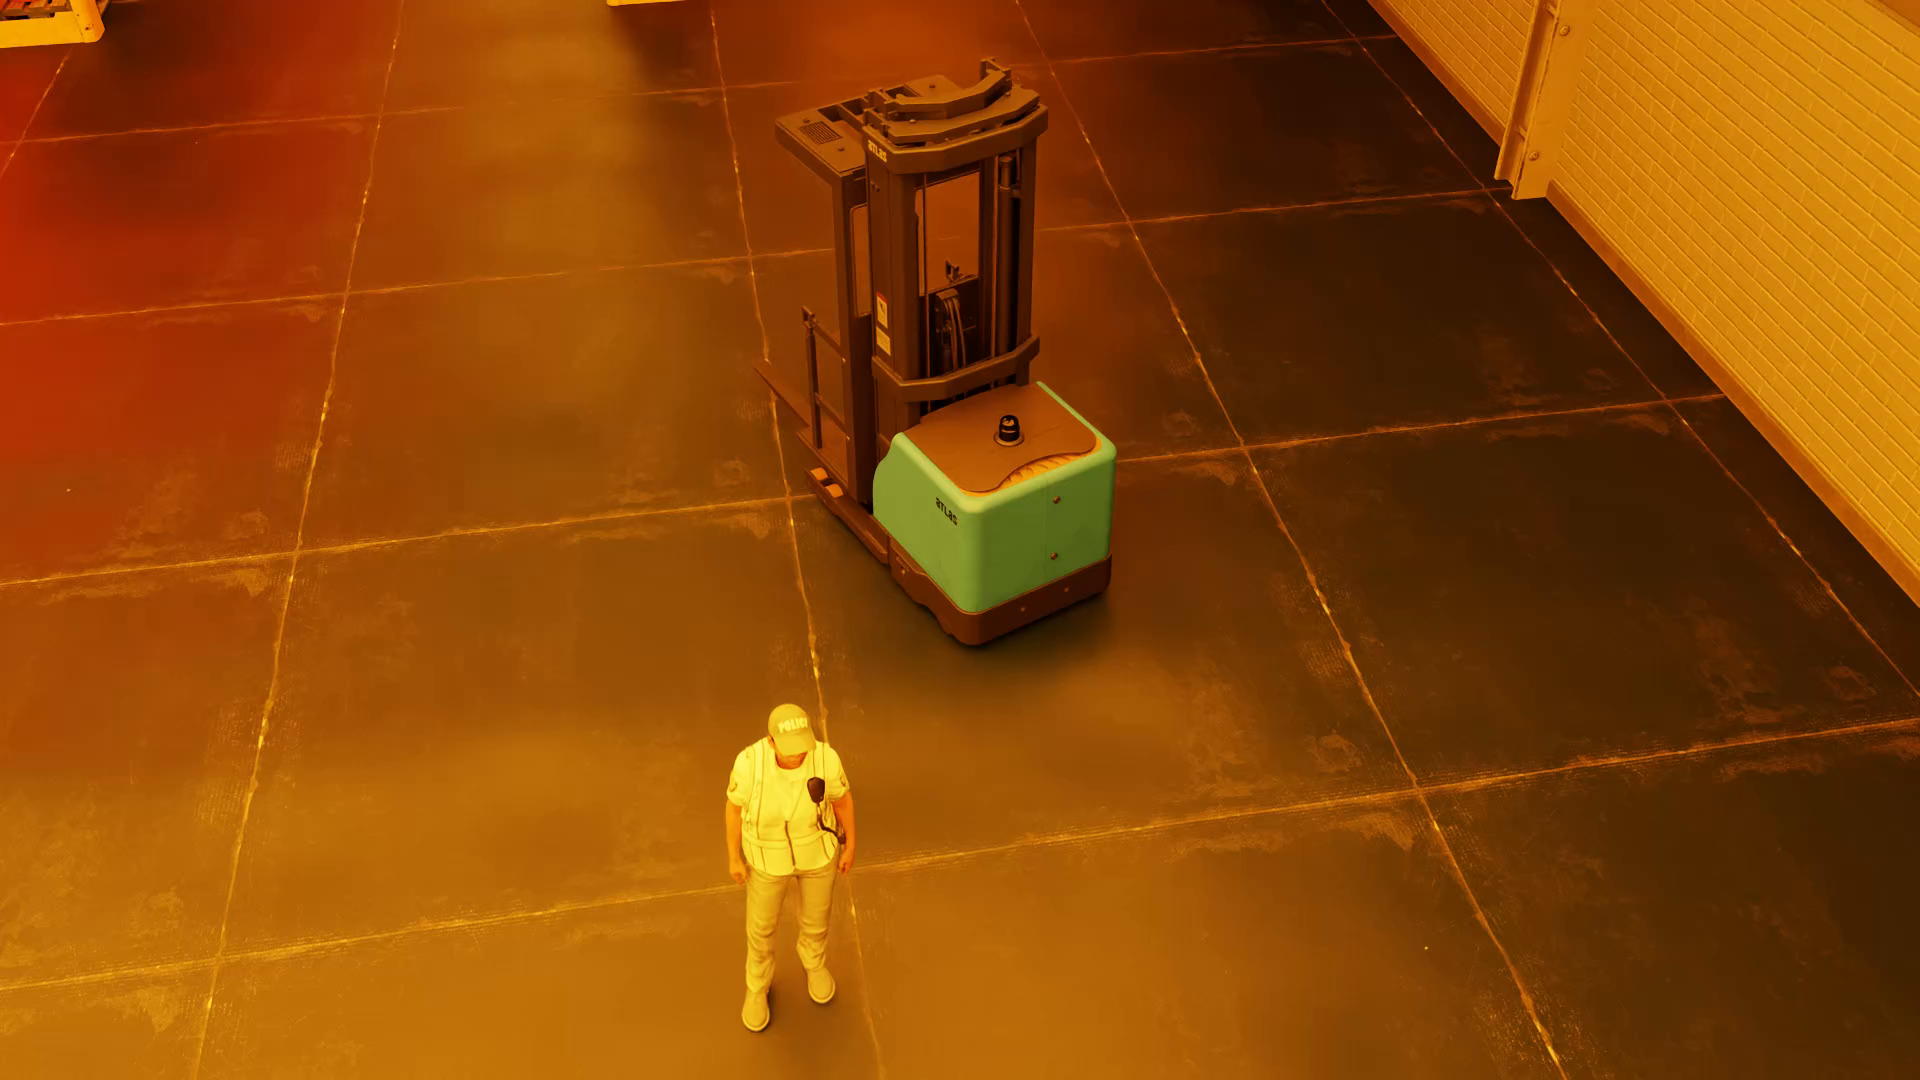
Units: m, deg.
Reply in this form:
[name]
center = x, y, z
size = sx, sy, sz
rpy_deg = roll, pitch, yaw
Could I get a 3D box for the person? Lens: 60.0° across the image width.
[person]
center = -0.736, 1.417, 7.259
size = 0.590, 1.672, 0.523
rpy_deg = -6, 41, -8

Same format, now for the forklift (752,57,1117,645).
[forklift]
center = -0.325, -1.450, 9.663
size = 1.130, 2.935, 3.031
rpy_deg = -22, 45, -24
